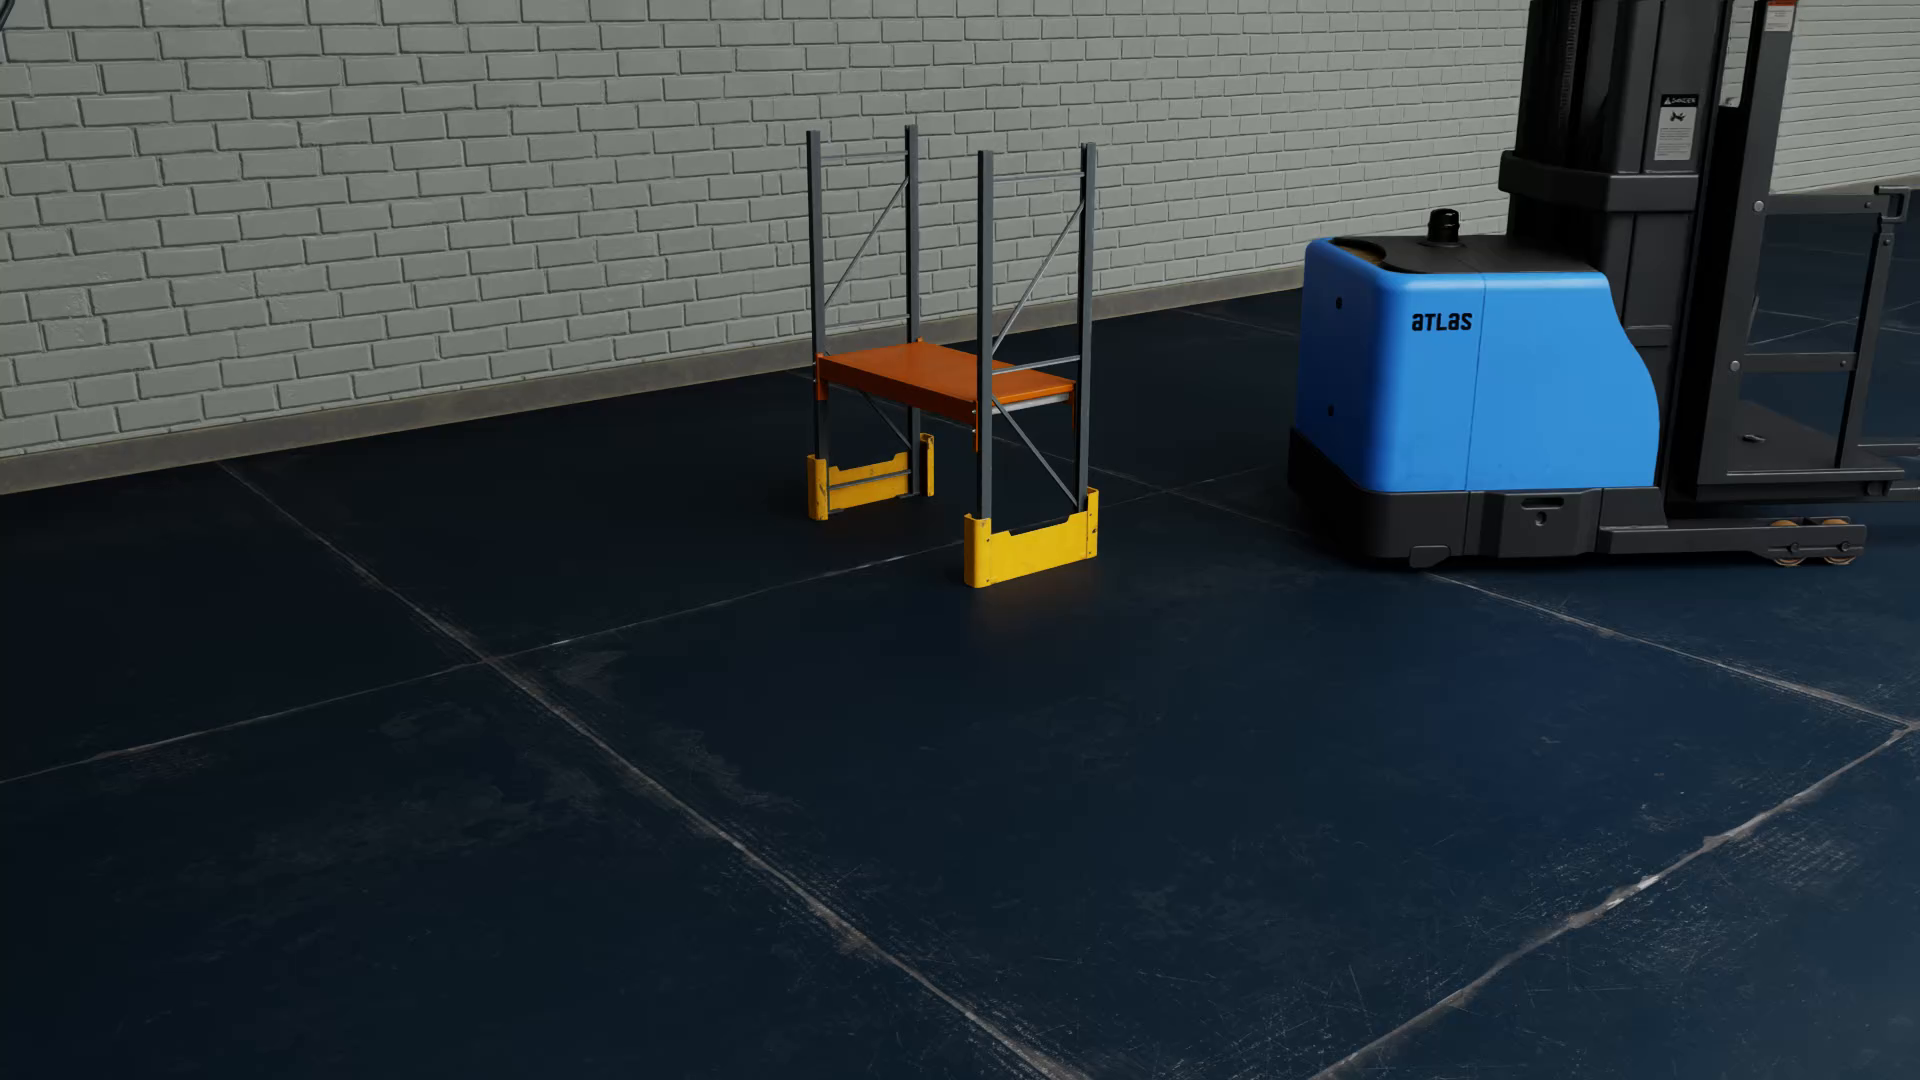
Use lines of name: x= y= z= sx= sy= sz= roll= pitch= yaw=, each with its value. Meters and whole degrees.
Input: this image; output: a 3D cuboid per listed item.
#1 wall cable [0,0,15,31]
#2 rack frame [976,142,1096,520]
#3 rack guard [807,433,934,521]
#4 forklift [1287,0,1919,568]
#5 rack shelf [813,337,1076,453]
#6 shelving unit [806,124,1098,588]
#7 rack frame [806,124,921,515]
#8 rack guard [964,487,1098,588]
wall cable: x=-4.874 y=-2.756 z=5.308 sx=3.097 sy=2.526 sz=0.112 roll=-14 pitch=23 yaw=-36
rack frame: x=0.263 y=-0.608 z=5.812 sx=0.500 sy=1.500 sz=0.032 roll=-14 pitch=23 yaw=-36
rack guard: x=-0.357 y=-0.260 z=6.751 sx=0.587 sy=0.250 sz=0.087 roll=-14 pitch=23 yaw=-36
forklift: x=2.889 y=-1.459 z=6.106 sx=3.031 sy=2.935 sz=1.130 roll=-1 pitch=18 yaw=-5
rack shelf: x=-0.053 y=-0.562 z=6.247 sx=0.538 sy=0.185 sz=1.000 roll=-14 pitch=23 yaw=-36
shelving unit: x=-0.047 y=-0.731 z=6.183 sx=0.587 sy=1.500 sz=1.083 roll=-14 pitch=23 yaw=-36
rack frame: x=-0.369 y=-0.858 z=6.569 sx=0.500 sy=1.500 sz=0.032 roll=-14 pitch=23 yaw=-36
rack guard: x=0.262 y=-0.015 z=6.009 sx=0.587 sy=0.250 sz=0.087 roll=-14 pitch=23 yaw=-36
